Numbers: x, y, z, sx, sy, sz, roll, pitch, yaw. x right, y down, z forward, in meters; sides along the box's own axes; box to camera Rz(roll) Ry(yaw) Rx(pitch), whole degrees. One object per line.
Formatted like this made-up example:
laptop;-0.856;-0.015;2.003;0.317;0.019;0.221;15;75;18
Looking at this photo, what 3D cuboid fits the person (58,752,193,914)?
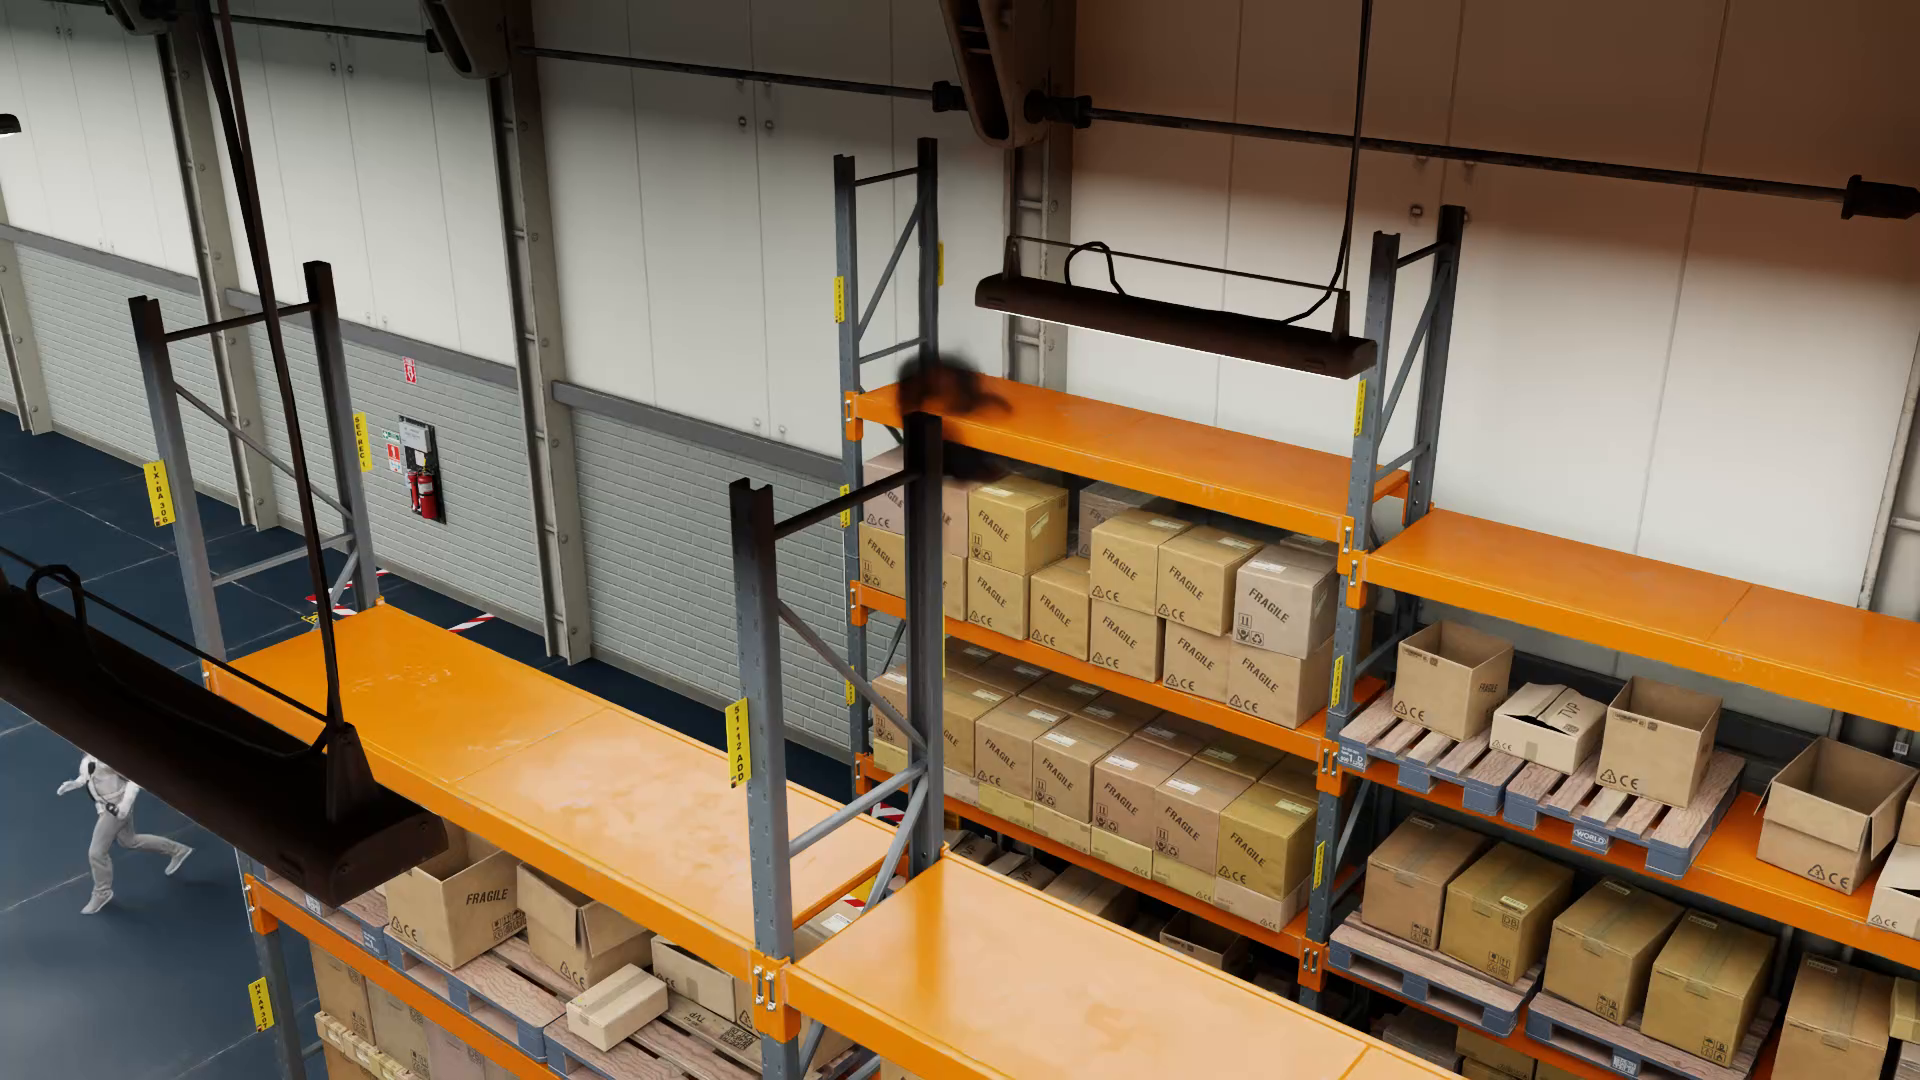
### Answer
person;-6.747;2.159;13.345;0.865;1.738;0.647;-15;27;-31
